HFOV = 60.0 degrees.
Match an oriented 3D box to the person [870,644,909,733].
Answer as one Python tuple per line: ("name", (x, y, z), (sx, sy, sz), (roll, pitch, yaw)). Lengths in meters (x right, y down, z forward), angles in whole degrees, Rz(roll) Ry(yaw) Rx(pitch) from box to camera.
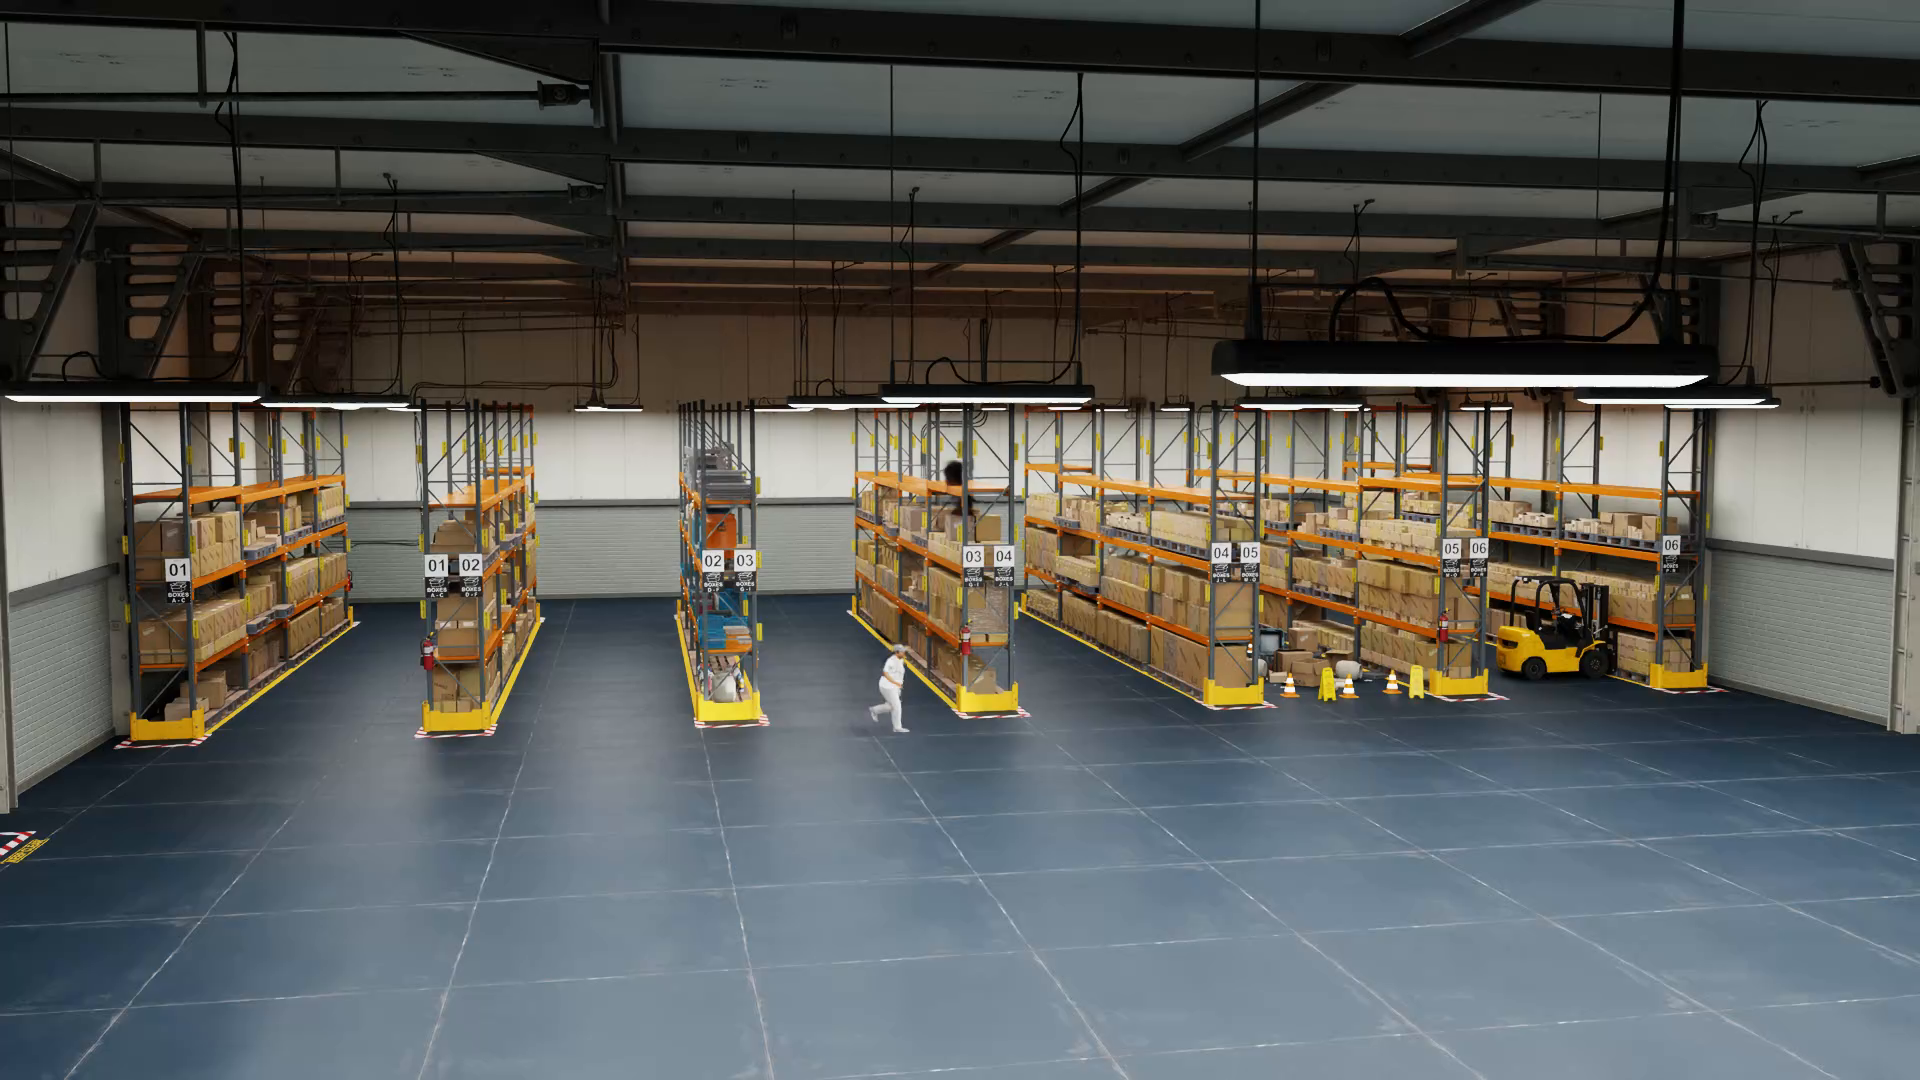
("person", (-1.307, 2.669, 29.909), (0.774, 1.623, 0.543), (2, 5, 24))

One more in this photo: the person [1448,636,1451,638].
("person", (11.440, 1.911, 39.711), (0.574, 1.652, 0.955), (-2, 5, -21))

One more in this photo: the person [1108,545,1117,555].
("person", (4.621, 1.026, 50.250), (0.935, 1.762, 0.675), (-1, 4, -13))
